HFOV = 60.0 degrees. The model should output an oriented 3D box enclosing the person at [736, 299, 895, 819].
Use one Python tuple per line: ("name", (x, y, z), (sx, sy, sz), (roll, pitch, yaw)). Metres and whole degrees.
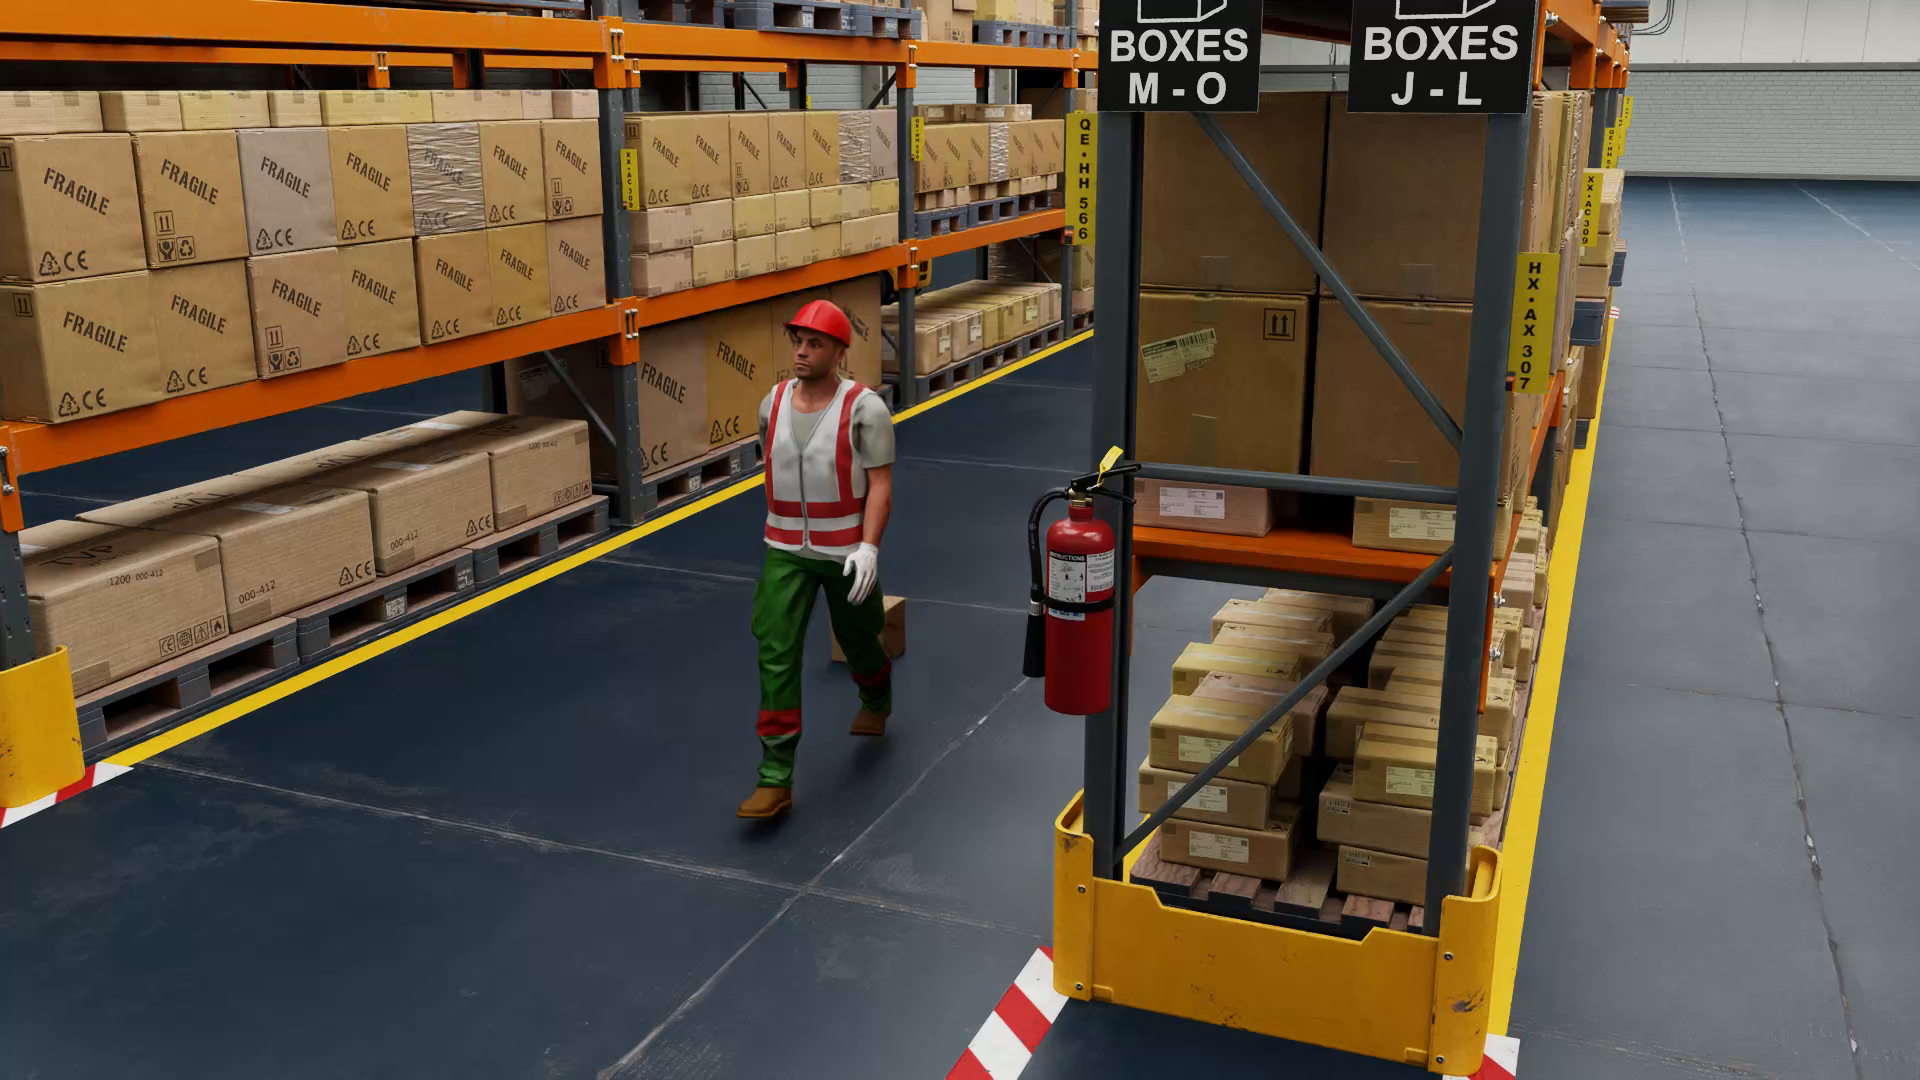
("person", (-0.488, 0.038, 5.851), (0.529, 1.747, 1.056), (4, 16, 13))
